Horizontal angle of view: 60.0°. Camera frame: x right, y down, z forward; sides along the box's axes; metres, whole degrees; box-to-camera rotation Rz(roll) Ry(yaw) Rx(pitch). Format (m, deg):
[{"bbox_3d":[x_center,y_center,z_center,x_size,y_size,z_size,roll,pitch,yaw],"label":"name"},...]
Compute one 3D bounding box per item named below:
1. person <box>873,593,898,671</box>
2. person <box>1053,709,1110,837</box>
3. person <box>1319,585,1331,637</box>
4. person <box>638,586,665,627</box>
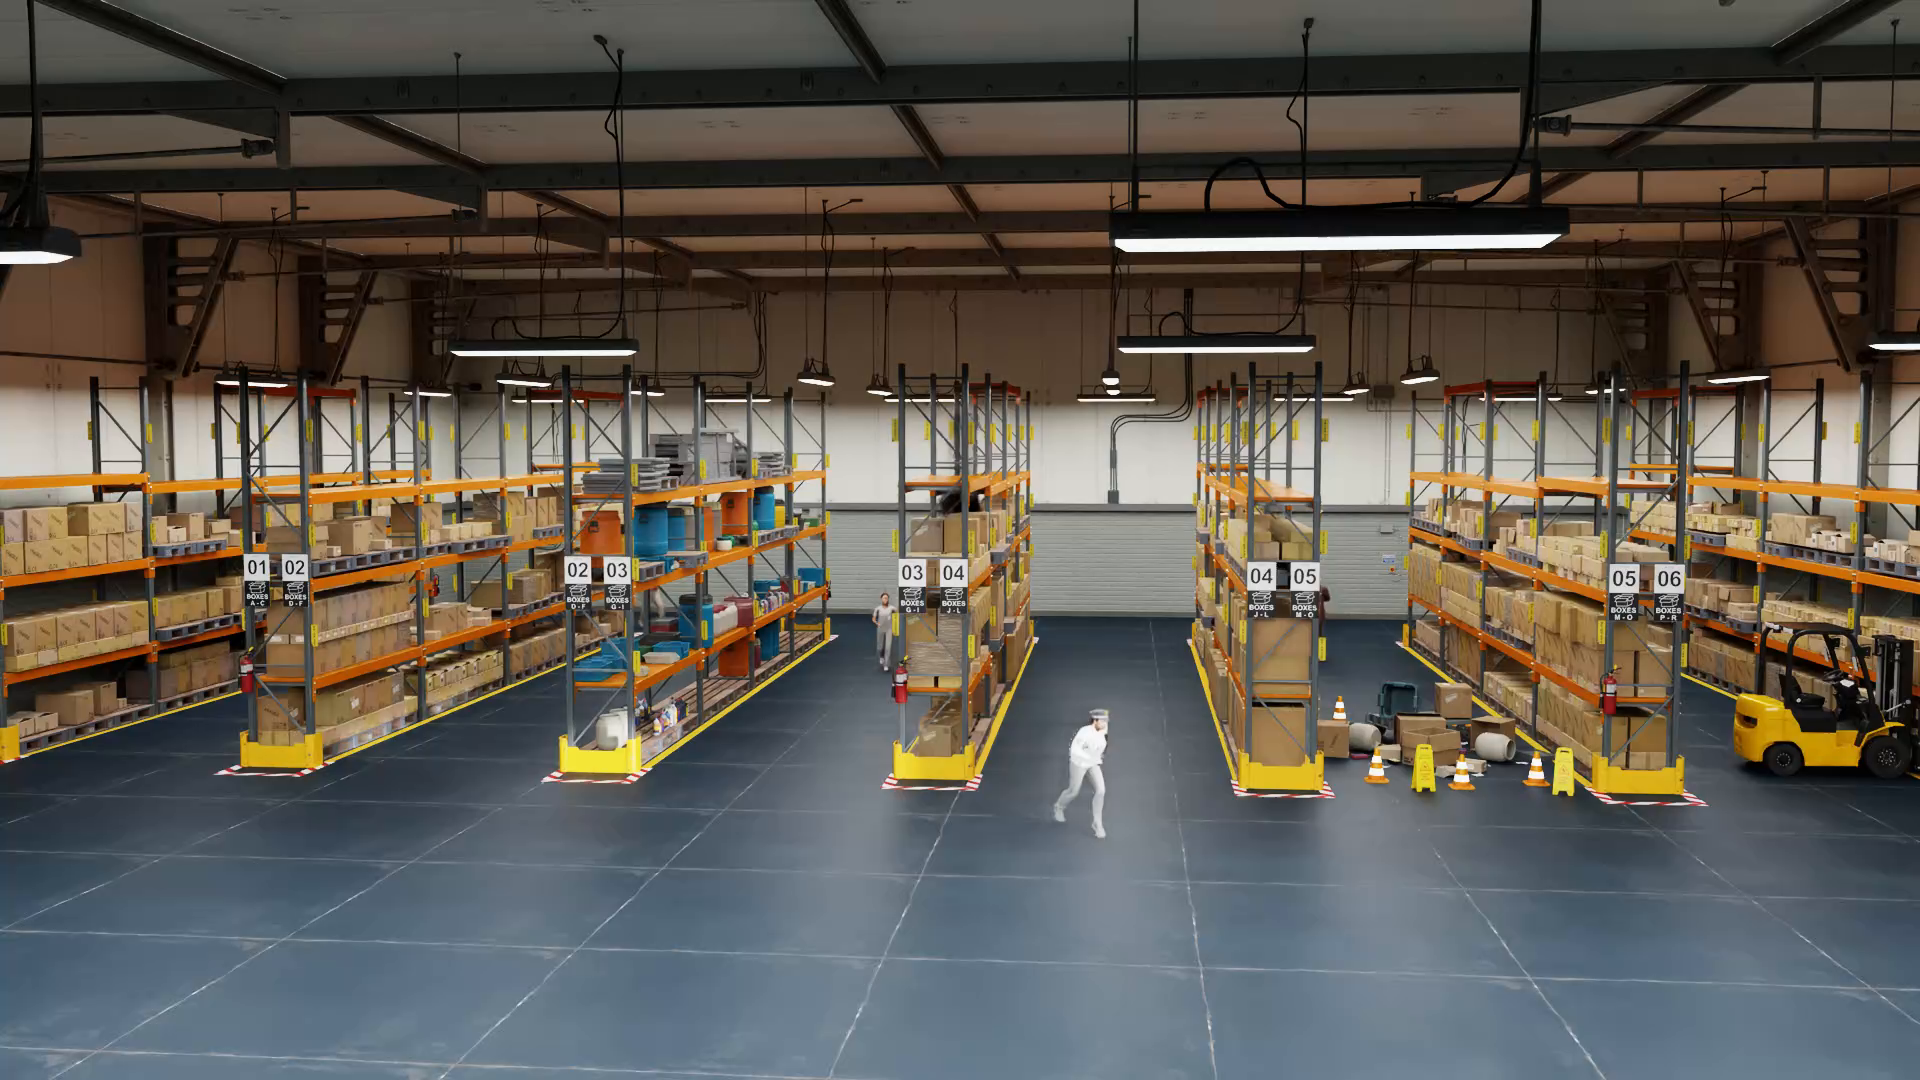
[{"bbox_3d":[-1.561,1.937,35.123,0.574,1.619,0.758,0,4,-1],"label":"person"},{"bbox_3d":[1.533,2.889,20.964,0.657,1.627,0.964,-3,5,-40],"label":"person"},{"bbox_3d":[8.109,1.701,37.831,0.669,1.855,0.861,0,4,-1],"label":"person"},{"bbox_3d":[-7.914,1.425,42.454,0.667,1.754,0.945,-3,5,-43],"label":"person"}]
